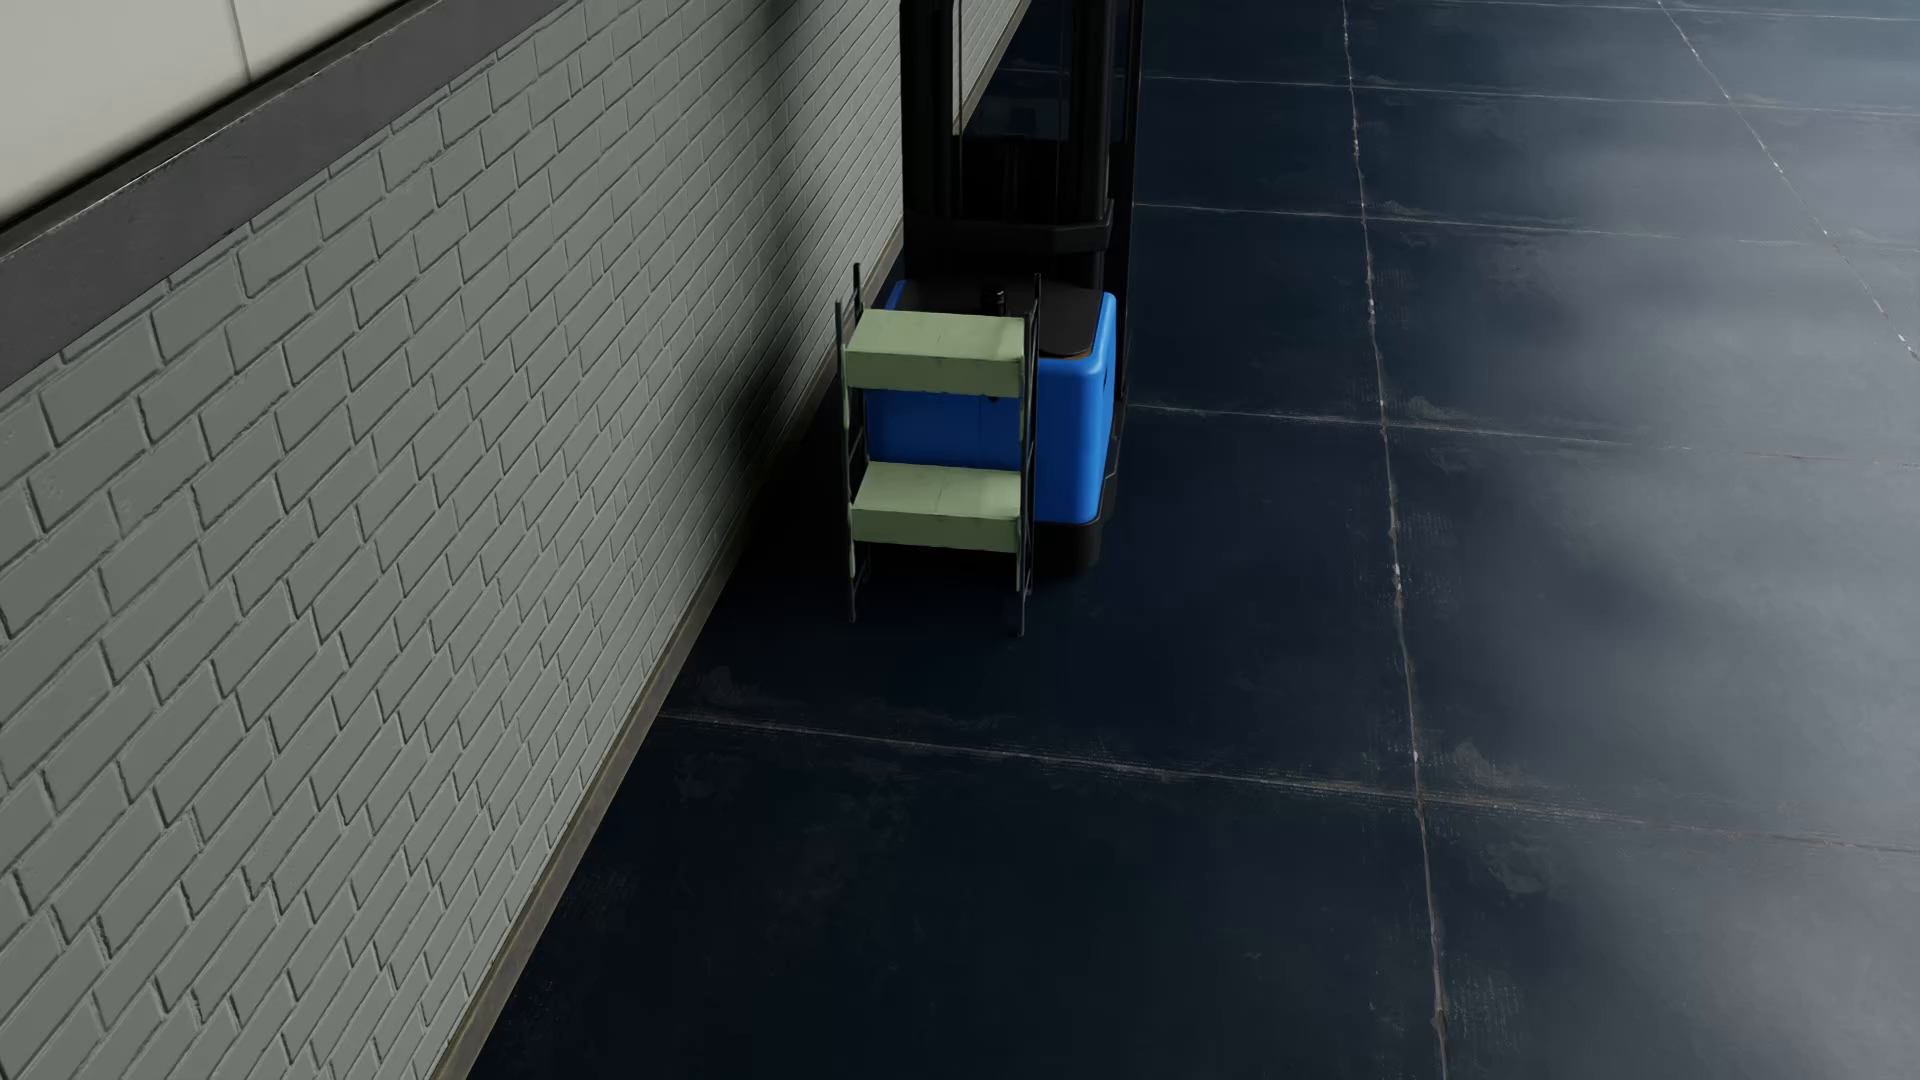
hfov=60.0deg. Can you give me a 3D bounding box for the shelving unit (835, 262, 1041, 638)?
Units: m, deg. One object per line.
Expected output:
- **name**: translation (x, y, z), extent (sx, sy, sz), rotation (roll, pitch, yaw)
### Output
- **shelving unit**: translation (-0.080, -0.352, 6.899), extent (0.755, 1.500, 0.431), rotation (4, 32, 7)

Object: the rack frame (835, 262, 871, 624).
- **rack frame**: translation (-0.442, -0.379, 6.942), extent (0.023, 1.500, 0.400), rotation (4, 32, 7)

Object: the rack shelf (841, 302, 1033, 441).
- **rack shelf**: translation (-0.080, -0.683, 6.692), extent (0.720, 0.370, 0.431), rotation (4, 32, 7)

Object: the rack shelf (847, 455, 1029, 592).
- **rack shelf**: translation (-0.080, -0.076, 7.072), extent (0.720, 0.370, 0.431), rotation (4, 32, 7)

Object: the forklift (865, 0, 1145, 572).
- **forklift**: translation (0.310, -1.869, 7.973), extent (1.130, 2.935, 3.031), rotation (5, 32, 7)

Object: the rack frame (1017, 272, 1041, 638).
- **rack frame**: translation (0.283, -0.325, 6.855), extent (0.023, 1.500, 0.400), rotation (4, 32, 7)
